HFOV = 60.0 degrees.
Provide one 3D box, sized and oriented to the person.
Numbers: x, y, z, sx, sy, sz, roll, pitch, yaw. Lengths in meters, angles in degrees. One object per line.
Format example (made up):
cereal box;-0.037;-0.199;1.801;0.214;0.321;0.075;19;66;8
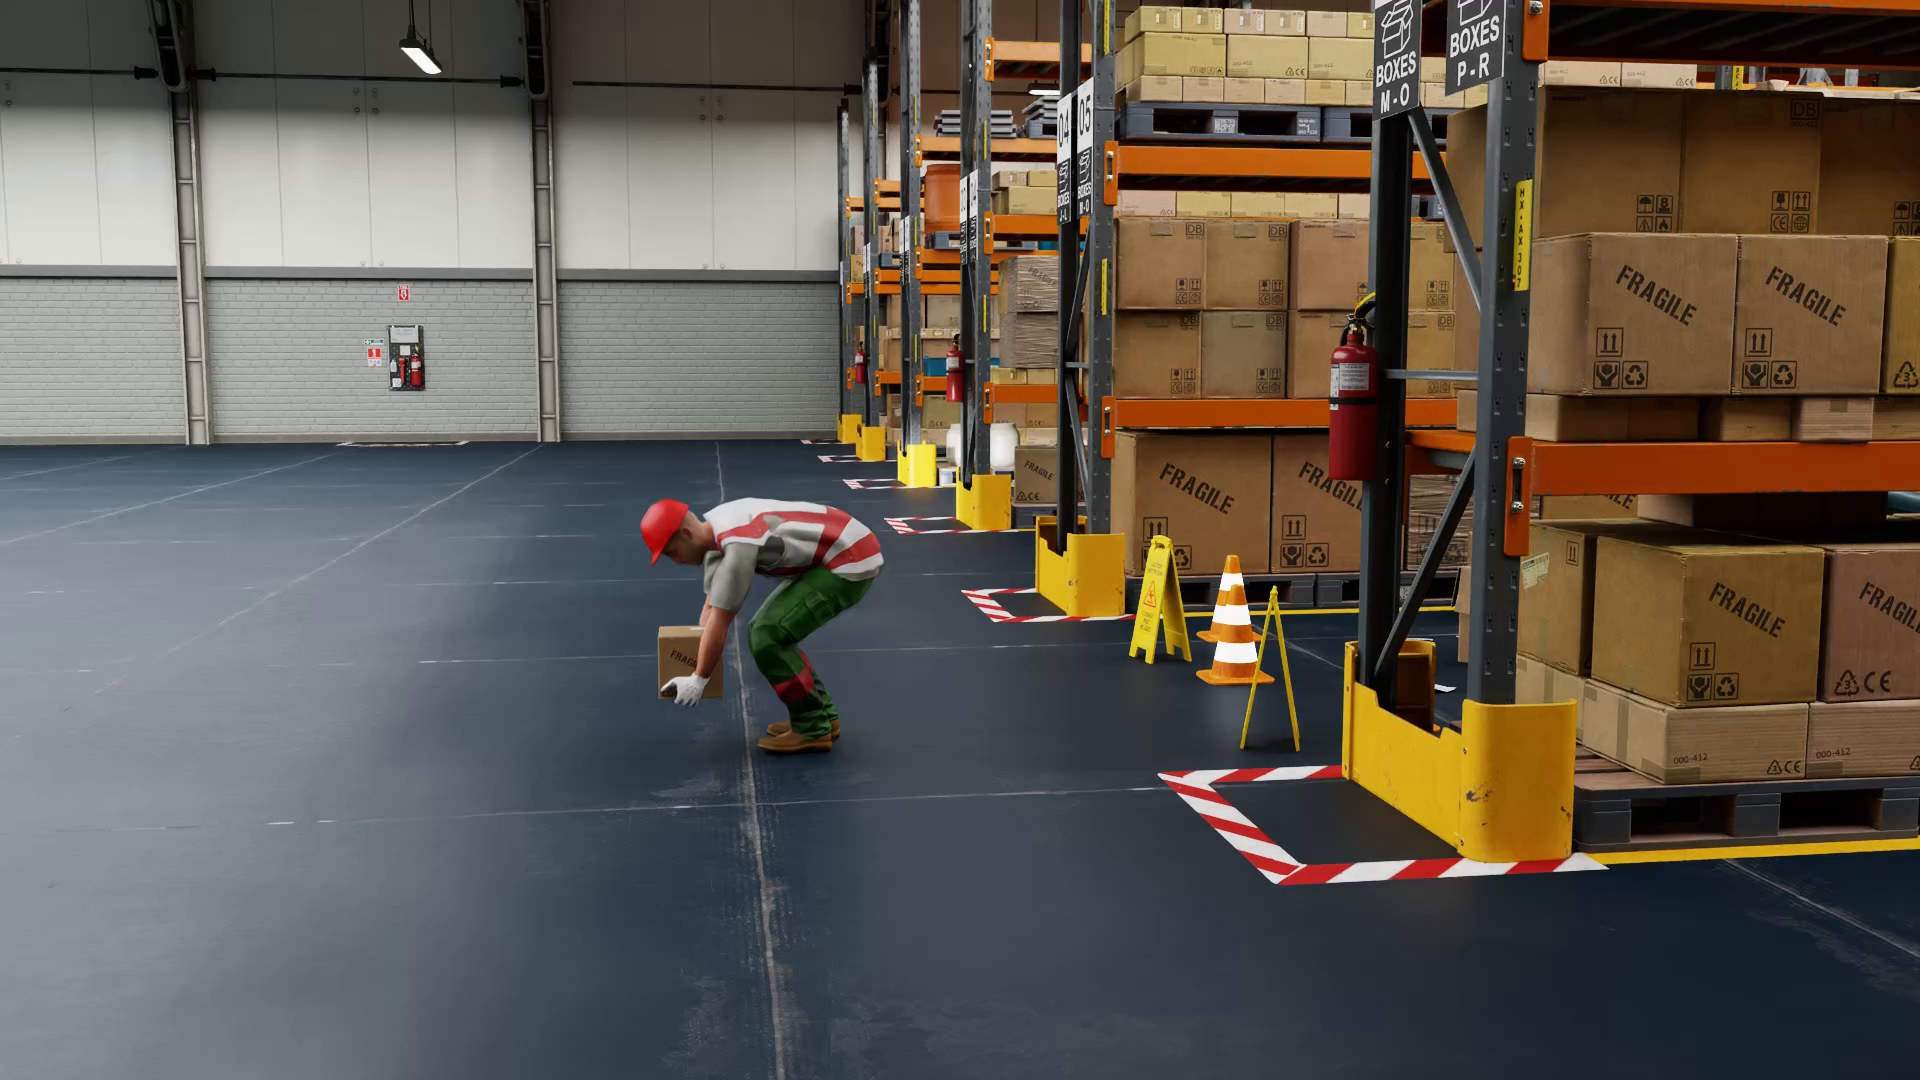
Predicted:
person;-0.787;0.333;6.677;0.958;1.014;0.524;-1;7;-11
